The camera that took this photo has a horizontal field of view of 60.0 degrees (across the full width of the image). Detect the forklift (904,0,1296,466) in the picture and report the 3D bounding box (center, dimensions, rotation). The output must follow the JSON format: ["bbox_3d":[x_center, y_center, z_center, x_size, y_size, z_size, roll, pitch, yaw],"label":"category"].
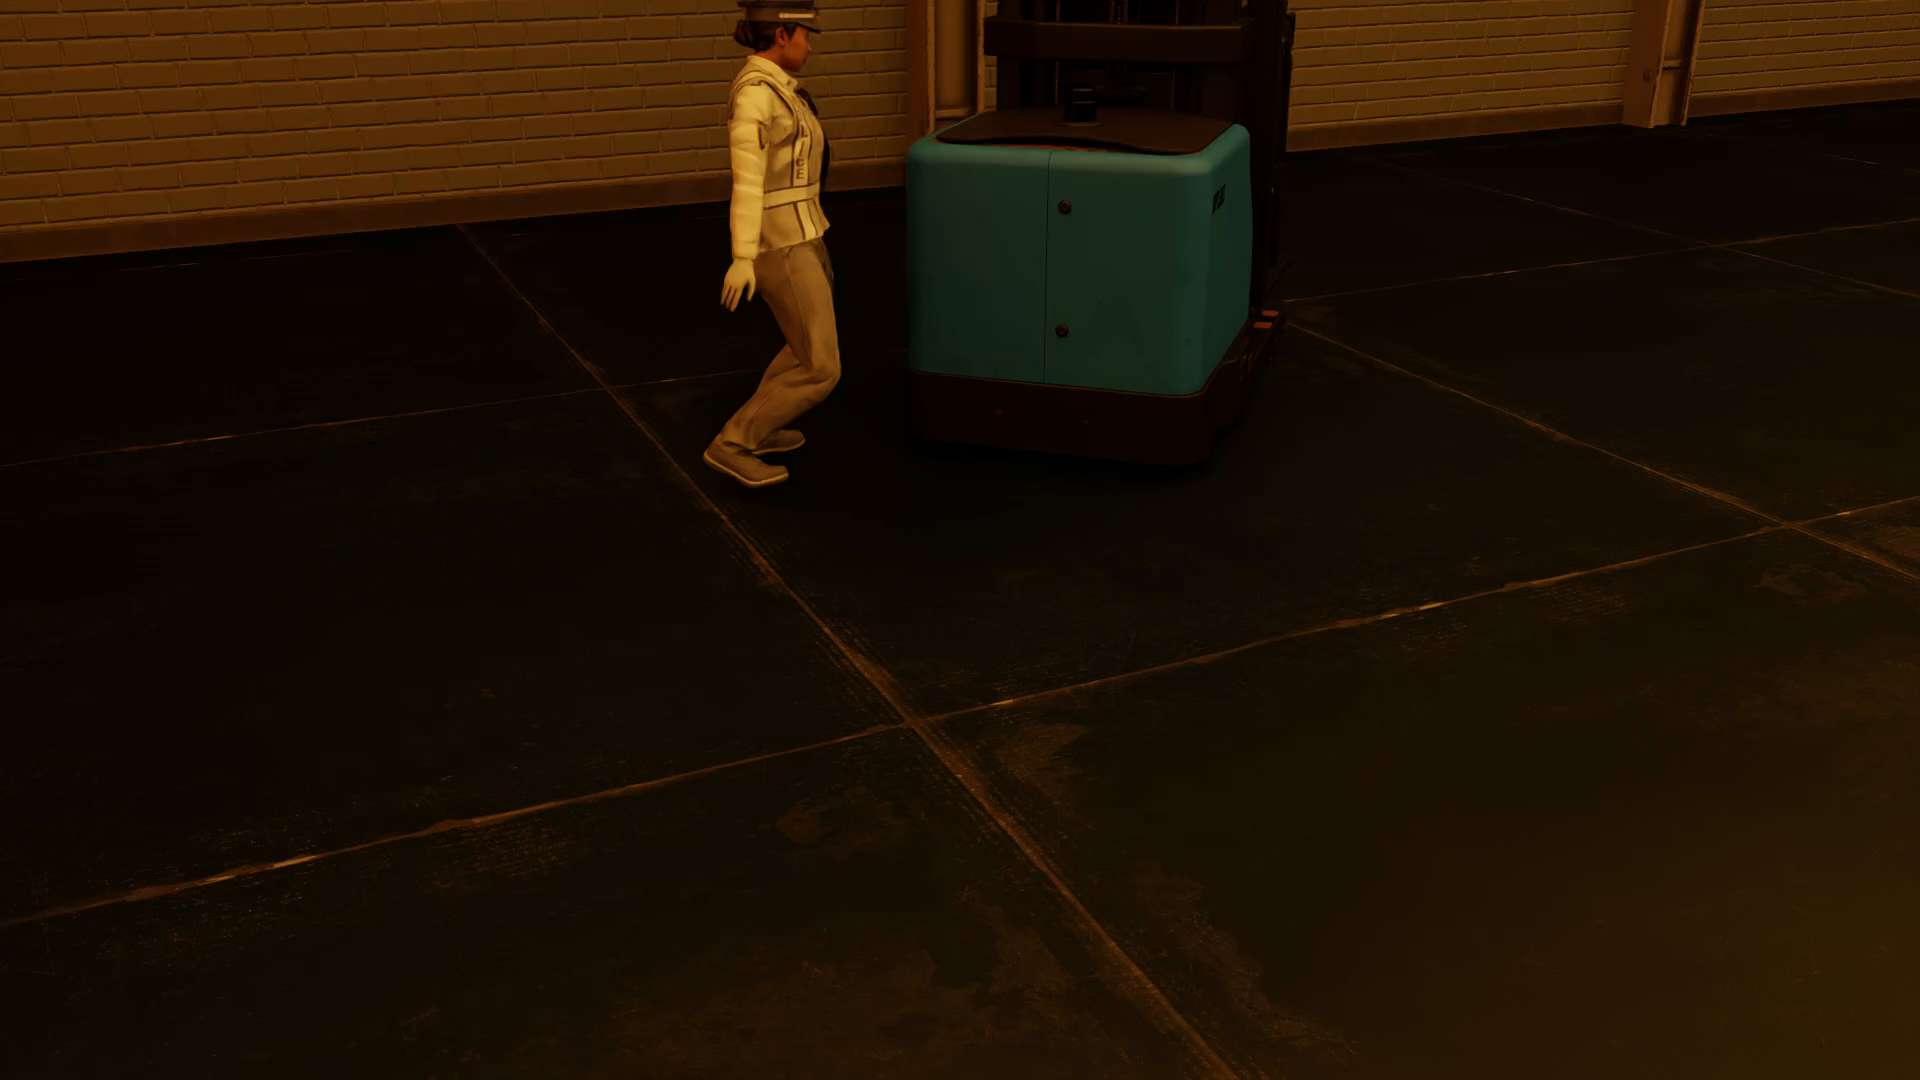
[{"bbox_3d":[0.751,-2.134,6.424,1.130,2.935,3.031,7,24,17],"label":"forklift"}]

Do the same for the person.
[{"bbox_3d":[-0.595,-0.931,5.309,0.460,1.586,0.817,1,23,3],"label":"person"}]
